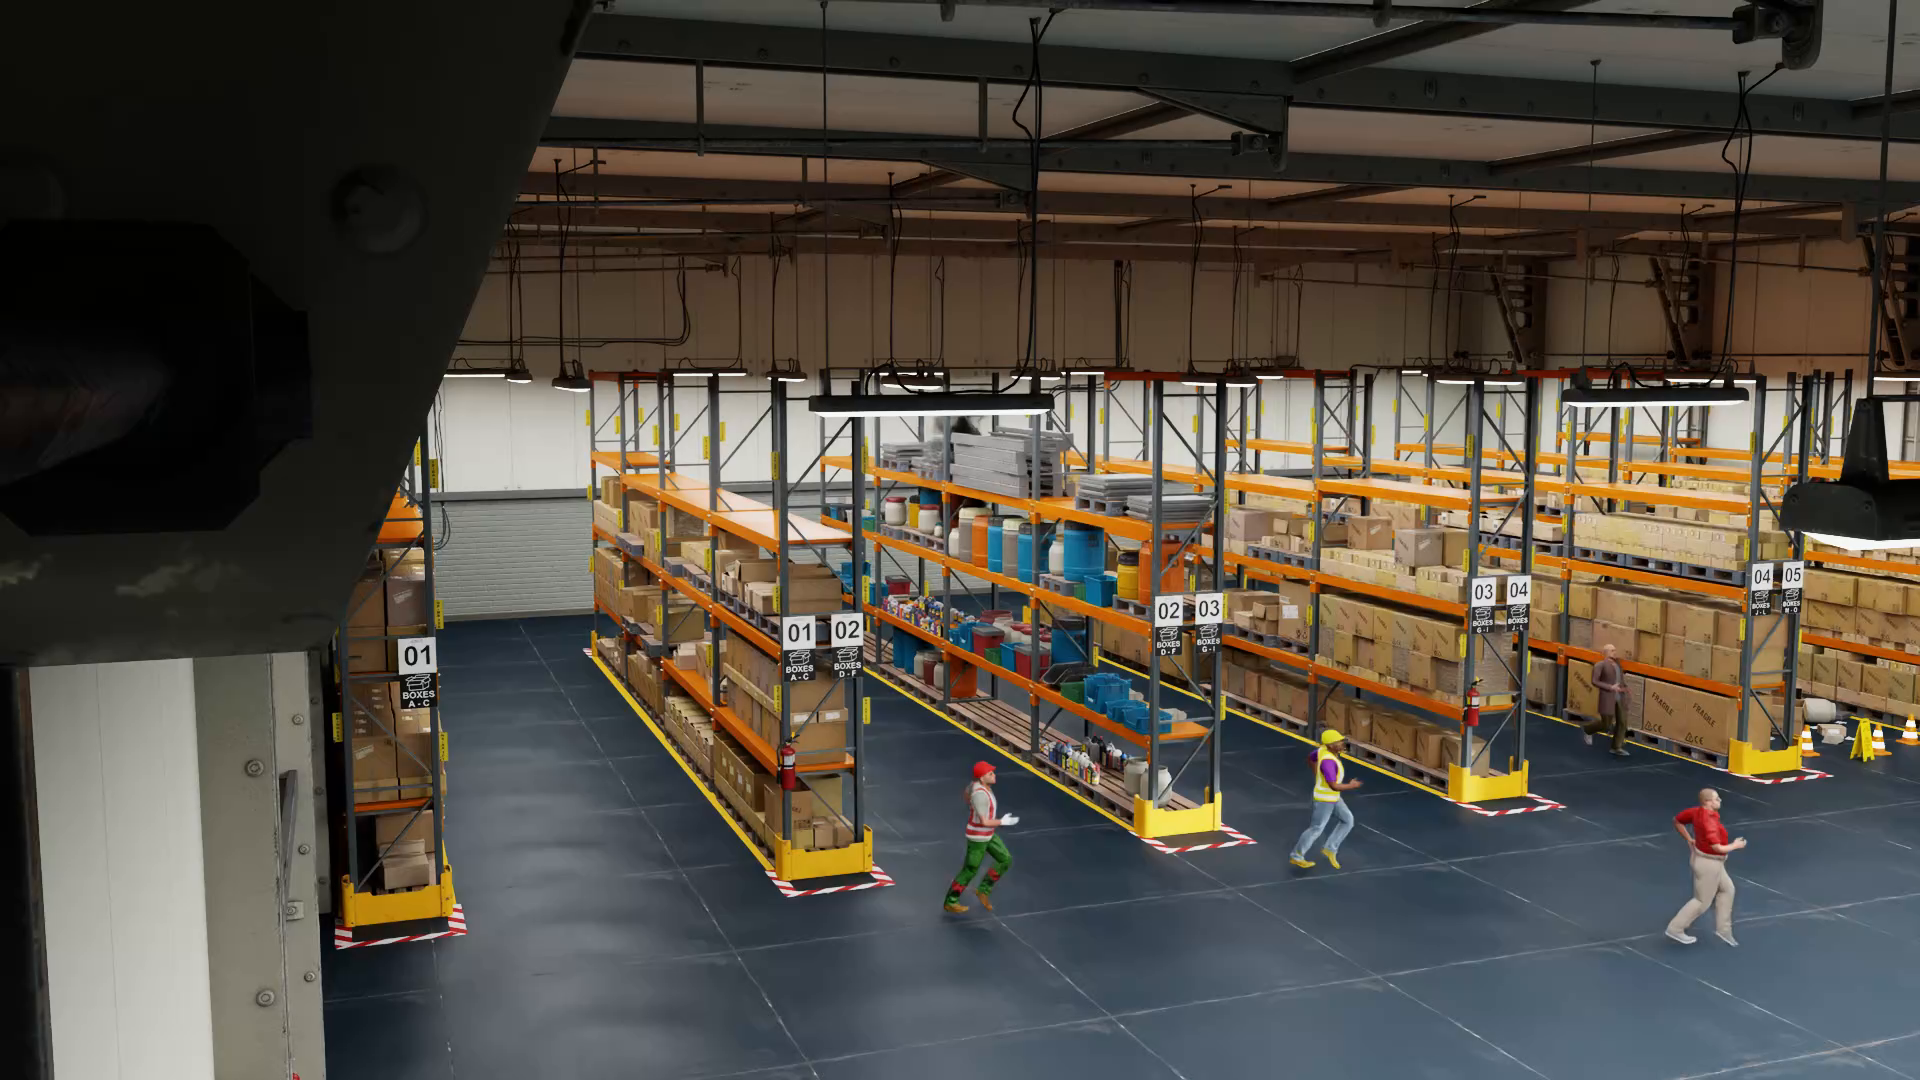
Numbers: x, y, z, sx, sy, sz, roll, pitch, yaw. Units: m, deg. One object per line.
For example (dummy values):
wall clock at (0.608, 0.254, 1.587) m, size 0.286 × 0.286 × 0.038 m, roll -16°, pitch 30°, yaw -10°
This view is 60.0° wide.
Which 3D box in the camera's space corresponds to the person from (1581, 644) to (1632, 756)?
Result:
person at (10.314, 2.518, 26.437) m, size 0.721 × 1.742 × 0.876 m, roll -3°, pitch 7°, yaw -27°

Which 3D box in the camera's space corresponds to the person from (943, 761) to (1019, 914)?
person at (0.253, 3.345, 18.778) m, size 0.856 × 1.755 × 0.682 m, roll 1°, pitch 6°, yaw 11°

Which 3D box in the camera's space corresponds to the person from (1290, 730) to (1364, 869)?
person at (4.508, 3.182, 20.402) m, size 0.862 × 1.766 × 0.717 m, roll 2°, pitch 7°, yaw 15°

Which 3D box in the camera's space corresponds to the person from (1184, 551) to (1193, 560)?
person at (5.379, 0.982, 40.230) m, size 0.680 × 1.782 × 0.817 m, roll 5°, pitch 8°, yaw 37°

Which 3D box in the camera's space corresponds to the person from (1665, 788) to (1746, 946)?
person at (7.983, 3.524, 17.794) m, size 0.822 × 1.769 × 0.670 m, roll 1°, pitch 6°, yaw 10°
